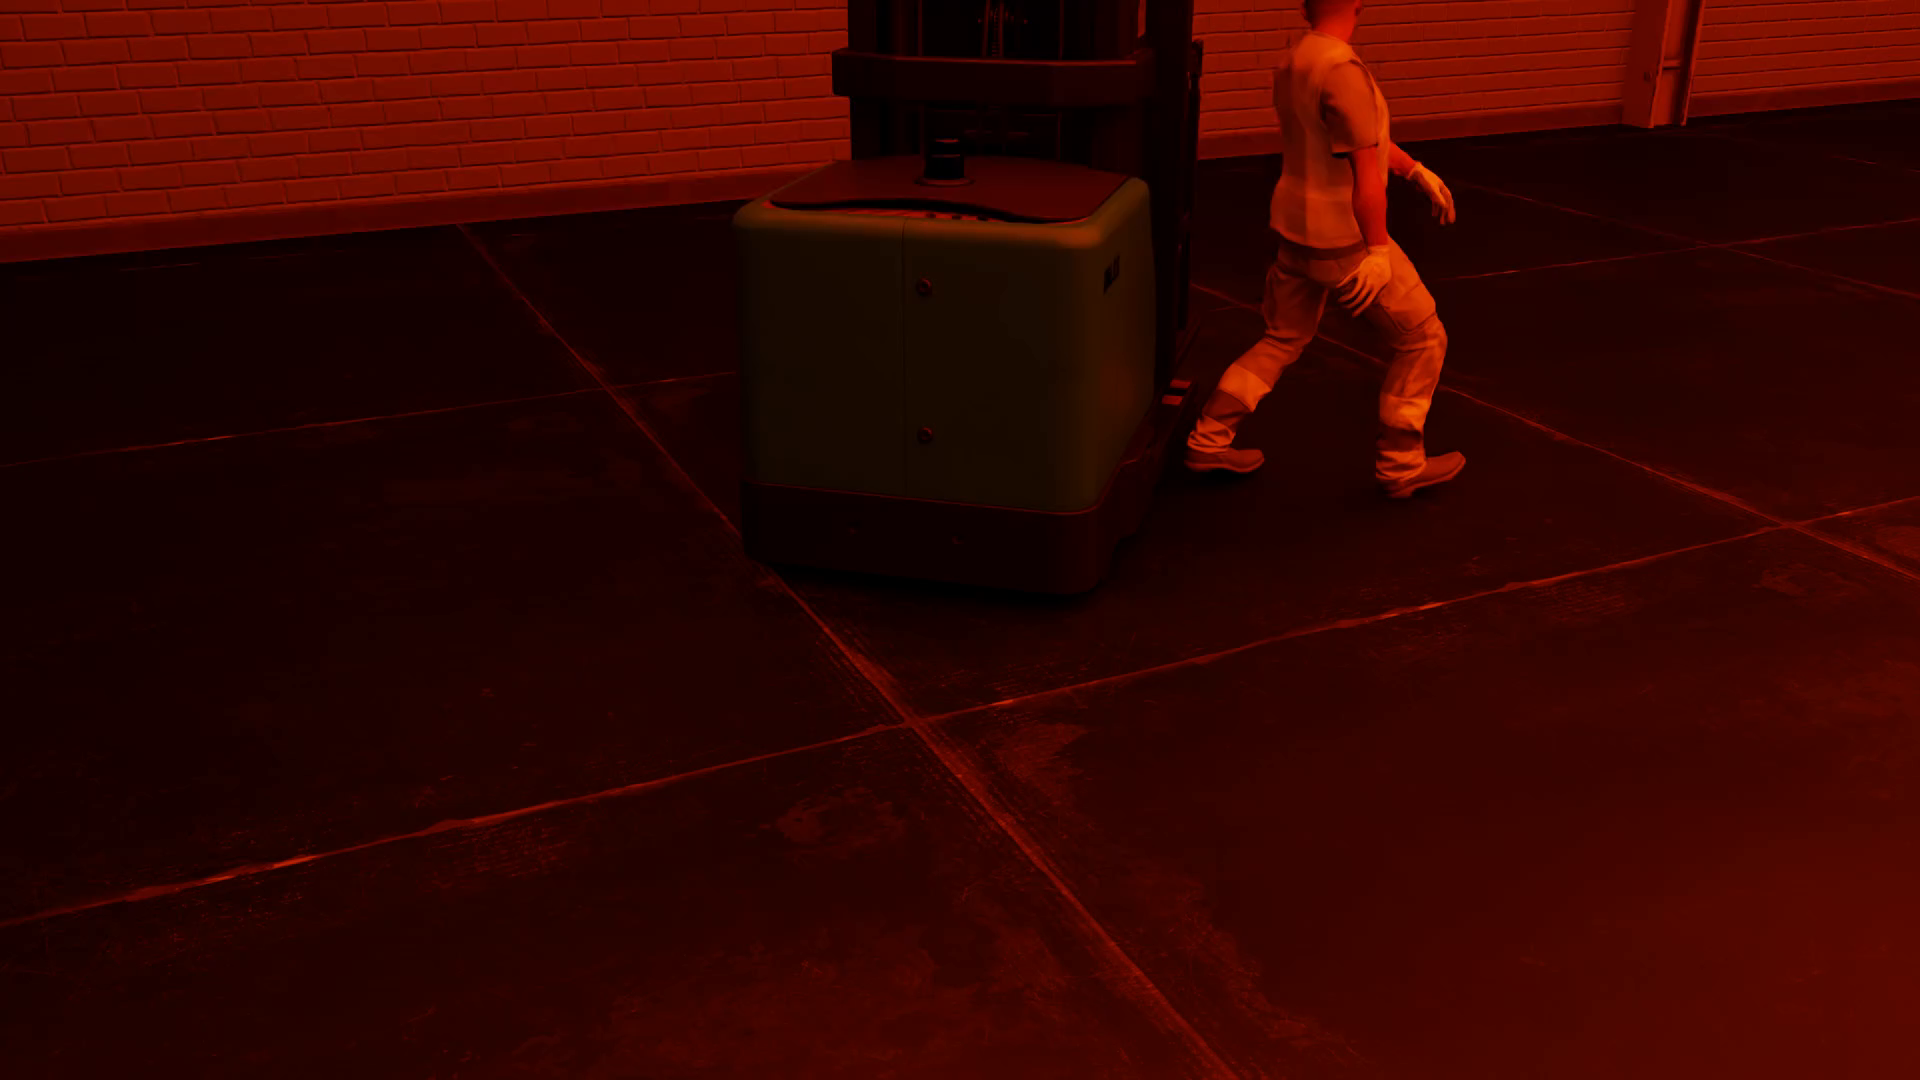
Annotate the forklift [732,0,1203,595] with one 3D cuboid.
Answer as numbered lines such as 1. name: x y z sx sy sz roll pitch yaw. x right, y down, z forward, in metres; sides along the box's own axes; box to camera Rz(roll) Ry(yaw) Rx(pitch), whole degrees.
1. forklift: 0.256 -1.740 5.474 1.130 2.935 3.031 6 23 14

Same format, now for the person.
1. person: 1.212 -0.943 5.193 0.833 1.706 0.699 -8 24 -18
